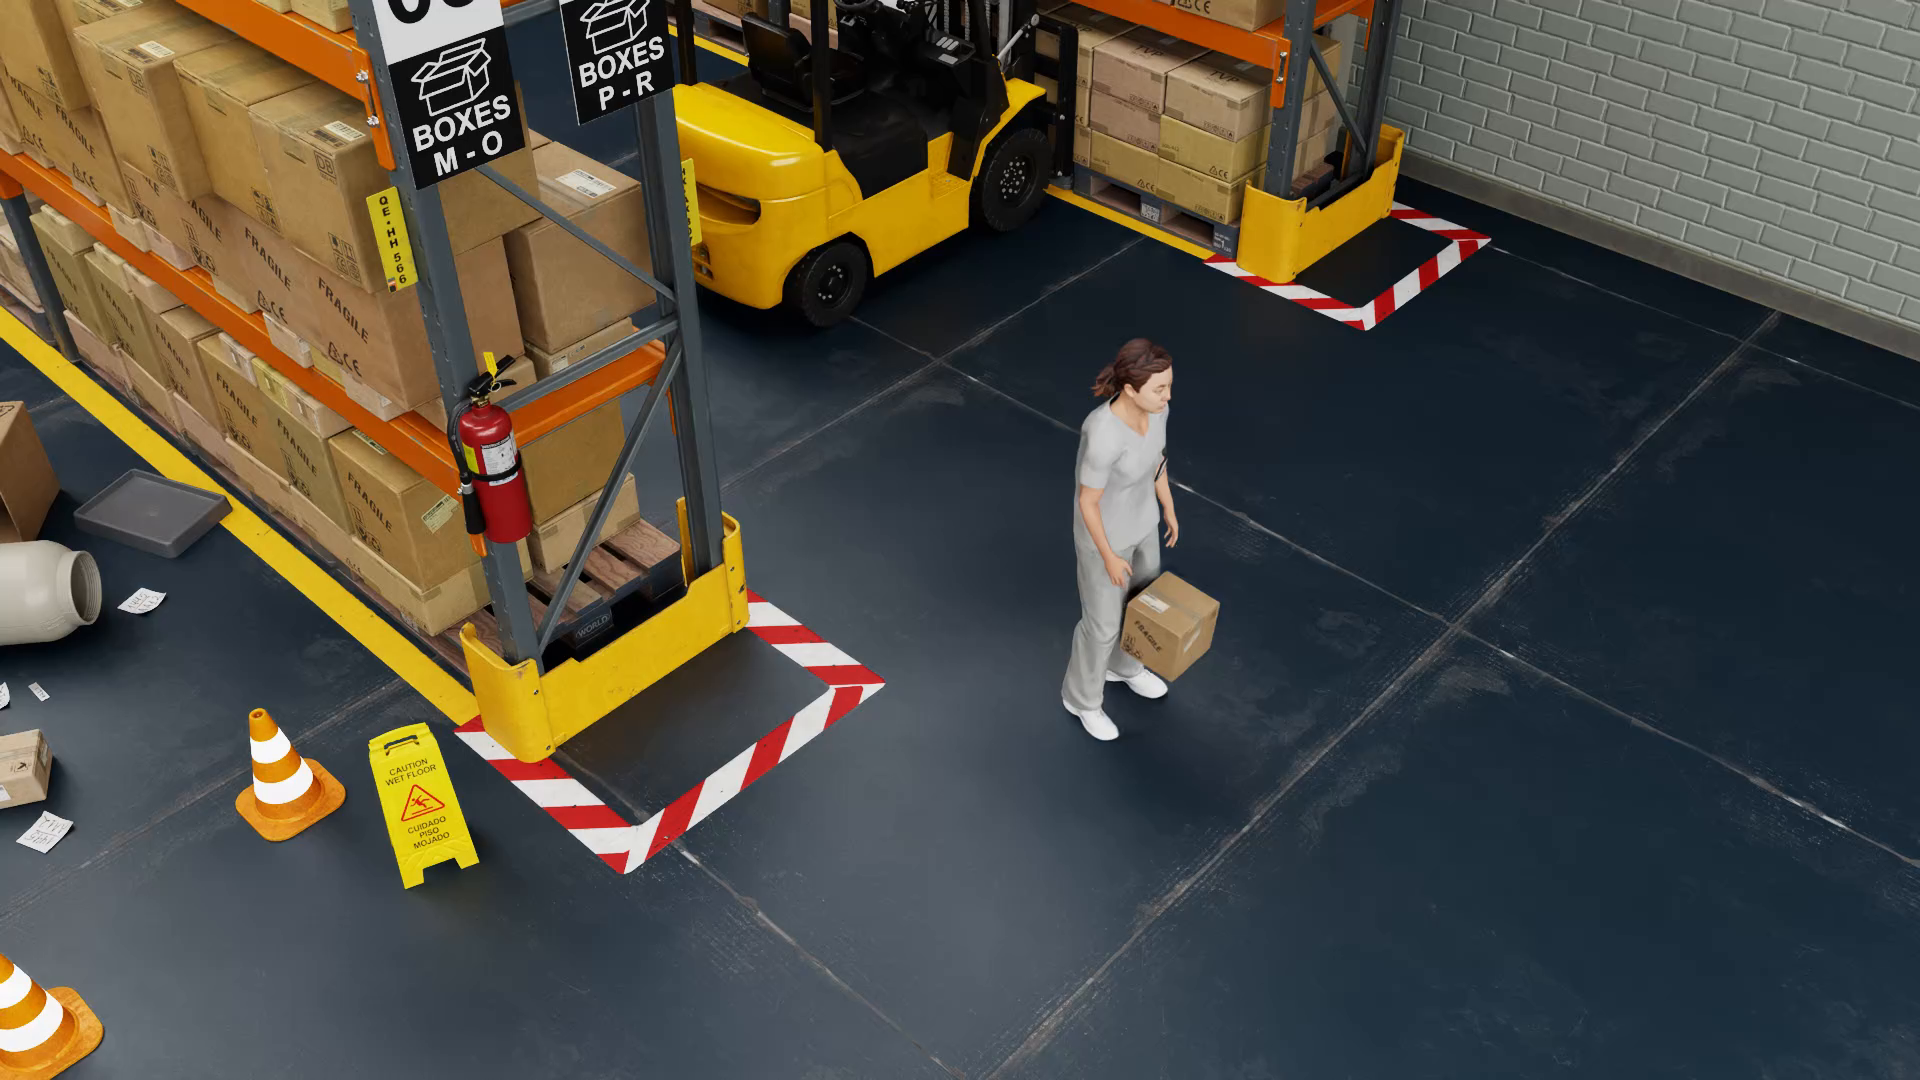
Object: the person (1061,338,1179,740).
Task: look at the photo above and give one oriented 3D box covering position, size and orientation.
[{"bbox_3d":[0.608,-0.023,6.181,0.360,1.676,0.475,29,48,30],"label":"person"}]
